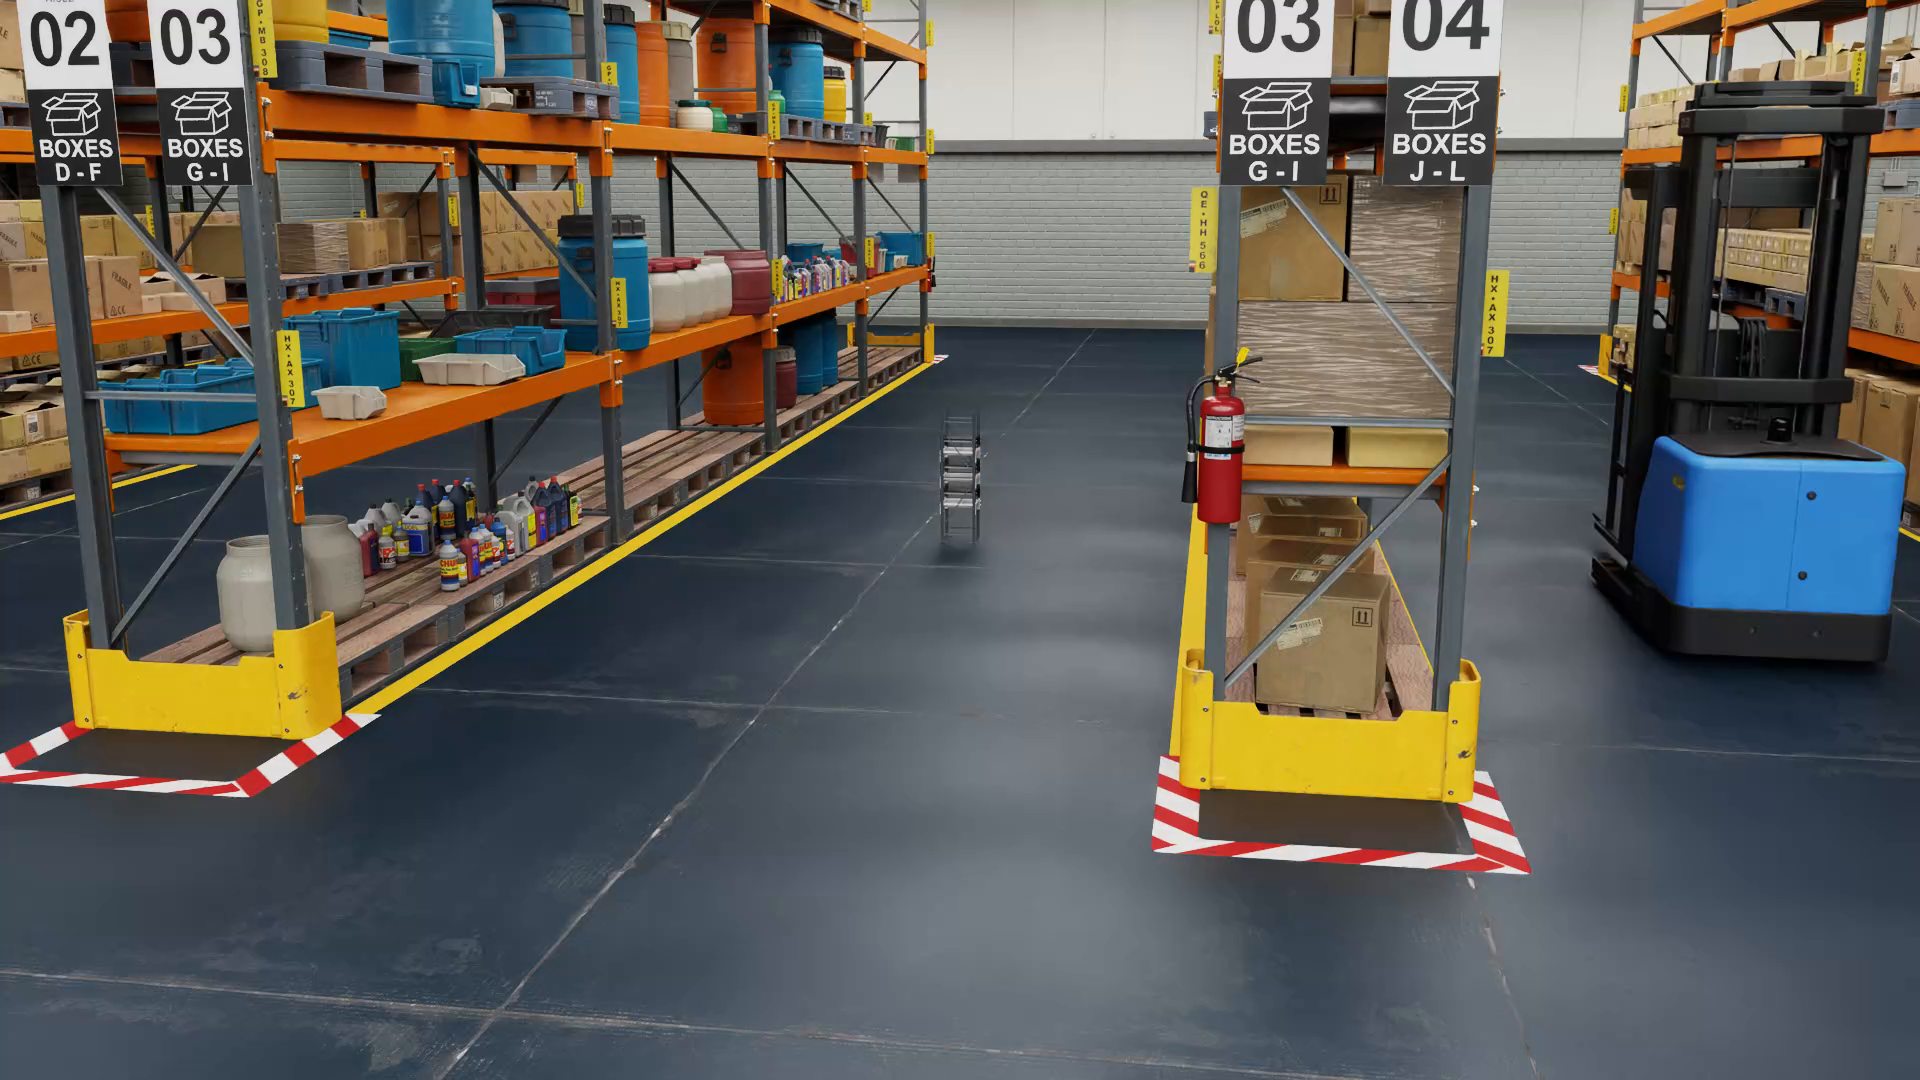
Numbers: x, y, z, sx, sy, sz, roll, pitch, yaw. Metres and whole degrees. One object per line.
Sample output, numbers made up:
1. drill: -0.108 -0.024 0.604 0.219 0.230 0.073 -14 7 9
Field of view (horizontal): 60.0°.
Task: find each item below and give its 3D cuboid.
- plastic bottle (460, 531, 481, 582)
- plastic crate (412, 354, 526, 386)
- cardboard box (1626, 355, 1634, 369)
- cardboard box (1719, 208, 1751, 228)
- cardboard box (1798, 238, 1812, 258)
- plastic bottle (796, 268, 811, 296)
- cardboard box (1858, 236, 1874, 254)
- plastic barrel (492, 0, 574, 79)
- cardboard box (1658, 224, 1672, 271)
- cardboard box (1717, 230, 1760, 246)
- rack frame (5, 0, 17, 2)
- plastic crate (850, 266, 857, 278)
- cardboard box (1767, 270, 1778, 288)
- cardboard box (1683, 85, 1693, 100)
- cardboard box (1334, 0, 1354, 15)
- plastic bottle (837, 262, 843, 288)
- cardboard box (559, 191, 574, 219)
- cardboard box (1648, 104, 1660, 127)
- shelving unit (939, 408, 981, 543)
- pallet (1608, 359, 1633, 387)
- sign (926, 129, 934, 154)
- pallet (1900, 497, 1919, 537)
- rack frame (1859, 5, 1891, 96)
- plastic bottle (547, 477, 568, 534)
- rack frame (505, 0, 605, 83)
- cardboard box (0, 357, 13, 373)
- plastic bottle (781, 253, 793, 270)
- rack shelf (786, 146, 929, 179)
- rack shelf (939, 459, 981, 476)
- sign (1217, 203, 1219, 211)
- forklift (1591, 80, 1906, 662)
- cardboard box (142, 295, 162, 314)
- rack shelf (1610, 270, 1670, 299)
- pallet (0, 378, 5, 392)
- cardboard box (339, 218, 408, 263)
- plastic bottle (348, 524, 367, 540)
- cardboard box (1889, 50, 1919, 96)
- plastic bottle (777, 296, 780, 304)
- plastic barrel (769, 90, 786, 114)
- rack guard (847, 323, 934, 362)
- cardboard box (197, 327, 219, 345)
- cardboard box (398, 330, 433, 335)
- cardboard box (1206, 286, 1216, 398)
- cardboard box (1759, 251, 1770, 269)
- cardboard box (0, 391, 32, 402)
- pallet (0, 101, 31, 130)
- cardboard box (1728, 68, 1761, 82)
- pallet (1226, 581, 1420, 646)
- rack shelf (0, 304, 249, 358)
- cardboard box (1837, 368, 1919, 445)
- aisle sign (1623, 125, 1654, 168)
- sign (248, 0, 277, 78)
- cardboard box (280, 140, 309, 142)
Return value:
1. plastic bottle: -2.767 0.083 9.391 0.061 0.283 0.133 2 12 10
2. plastic crate: -2.791 -0.973 9.516 0.530 0.136 0.437 2 12 9
3. cardboard box: 8.298 -2.158 20.159 0.380 0.149 0.250 2 12 9
4. cardboard box: 8.023 -3.561 17.581 0.500 0.500 0.500 1 12 7
5. cardboard box: 7.225 -2.429 13.832 0.380 0.149 0.250 1 12 6
6. plastic bottle: -1.577 -2.589 16.680 0.152 0.276 0.135 2 12 9
7. cardboard box: 7.988 -2.564 14.459 0.380 0.149 0.250 1 12 6
8. plastic barrel: -2.928 -3.273 11.249 0.600 0.901 0.708 2 12 9
9. cardboard box: 8.172 -3.287 18.683 0.500 0.500 0.500 2 12 8
10. cardboard box: 7.624 -2.966 16.325 0.380 0.149 0.250 2 12 9
11. rack frame: -11.350 -6.367 19.679 1.000 3.000 0.127 2 12 9
12. plastic crate: -1.348 -3.106 19.271 0.396 0.136 0.243 2 12 9
13. cardboard box: 7.346 -2.296 14.626 0.380 0.149 0.250 2 12 8
14. cardboard box: 8.148 -4.895 18.190 0.380 0.149 0.250 1 12 6
15. cardboard box: 1.378 -2.162 6.693 0.380 0.149 0.250 1 12 7
16. plastic bottle: -1.359 -2.885 18.053 0.152 0.276 0.135 2 12 9
17. cardboard box: -5.637 -4.544 22.847 0.500 0.500 0.500 2 12 8
18. cardboard box: 8.340 -4.945 19.369 0.500 0.250 0.500 2 12 9
19. shelving unit: 0.001 -0.442 11.406 0.258 0.900 0.210 2 12 9
20. pallet: 8.662 -2.057 20.539 1.003 0.211 1.213 2 12 9
21. sign: -0.400 -5.347 22.314 0.100 0.325 0.005 2 12 9
22. pallet: 7.217 -0.161 11.739 1.003 0.211 1.213 2 12 9
23. rack frame: 7.603 -4.872 12.738 1.000 3.000 0.127 2 12 9
24. plastic bottle: -2.606 -0.225 10.662 0.144 0.351 0.185 2 12 7
25. rack frame: -2.792 -4.381 10.462 1.000 3.000 0.127 2 12 9
26. cardboard box: -11.456 -2.265 18.987 0.750 0.750 0.750 2 12 10
27. plastic bottle: -1.942 -3.019 18.497 0.144 0.351 0.185 2 12 9
28. rack shelf: -1.254 -4.645 20.513 1.077 0.370 4.000 2 12 9
29. rack shelf: 0.001 -0.497 11.394 0.258 0.077 0.200 2 12 9
30. sign: 2.169 -2.704 14.172 0.100 0.325 0.005 2 12 9
31. forklift: 4.398 -1.081 9.554 1.130 2.935 3.031 2 12 9
32. cardboard box: -7.211 -2.052 14.493 0.380 0.149 0.250 3 12 13
33. rack shelf: 8.526 -2.836 19.242 1.077 0.370 4.000 2 12 9
34. pallet: -11.580 -1.654 18.667 1.003 0.211 1.213 2 12 9
35. cardboard box: -6.749 -3.438 19.091 0.700 0.500 0.500 -2 12 -10
36. plastic bottle: -3.492 0.053 9.551 0.152 0.276 0.135 2 12 9
37. cardboard box: 7.274 -3.472 12.343 0.500 0.311 0.500 2 12 9
38. plastic bottle: -1.731 -2.307 15.550 0.097 0.201 0.097 0 12 0
39. plastic barrel: -1.786 -4.090 15.603 0.294 0.245 0.294 0 12 0
40. rack guard: -0.955 -2.730 22.974 1.175 0.500 0.348 2 12 9
41. cardboard box: -10.821 -2.998 23.220 0.700 0.500 0.500 2 12 8
42. cardboard box: -6.248 -2.156 19.267 0.500 0.500 0.500 2 12 8
43. cardboard box: 1.557 -0.871 7.472 0.875 0.500 0.500 2 12 9
44. cardboard box: 7.386 -2.499 14.861 0.380 0.149 0.250 2 12 8
45. cardboard box: -7.754 -1.051 13.449 0.500 0.311 0.500 2 12 8
46. pallet: -7.563 -3.167 12.401 0.805 0.209 1.217 1 12 6
47. cardboard box: 8.051 -4.417 16.514 0.700 0.500 0.500 2 12 9
48. pallet: 1.849 0.471 8.808 1.003 0.211 1.213 2 12 9
49. rack shelf: -7.378 -1.674 13.850 1.077 0.370 4.000 2 12 9
50. cardboard box: 7.420 -0.921 12.988 1.050 0.750 0.750 2 12 8
51. aisle sign: 8.548 -4.900 20.939 0.394 0.787 0.004 2 12 9
52. sign: -2.864 -2.068 6.827 0.100 0.325 0.005 2 12 9
53. cardboard box: -6.958 -4.156 16.299 0.910 0.500 0.500 2 12 9
